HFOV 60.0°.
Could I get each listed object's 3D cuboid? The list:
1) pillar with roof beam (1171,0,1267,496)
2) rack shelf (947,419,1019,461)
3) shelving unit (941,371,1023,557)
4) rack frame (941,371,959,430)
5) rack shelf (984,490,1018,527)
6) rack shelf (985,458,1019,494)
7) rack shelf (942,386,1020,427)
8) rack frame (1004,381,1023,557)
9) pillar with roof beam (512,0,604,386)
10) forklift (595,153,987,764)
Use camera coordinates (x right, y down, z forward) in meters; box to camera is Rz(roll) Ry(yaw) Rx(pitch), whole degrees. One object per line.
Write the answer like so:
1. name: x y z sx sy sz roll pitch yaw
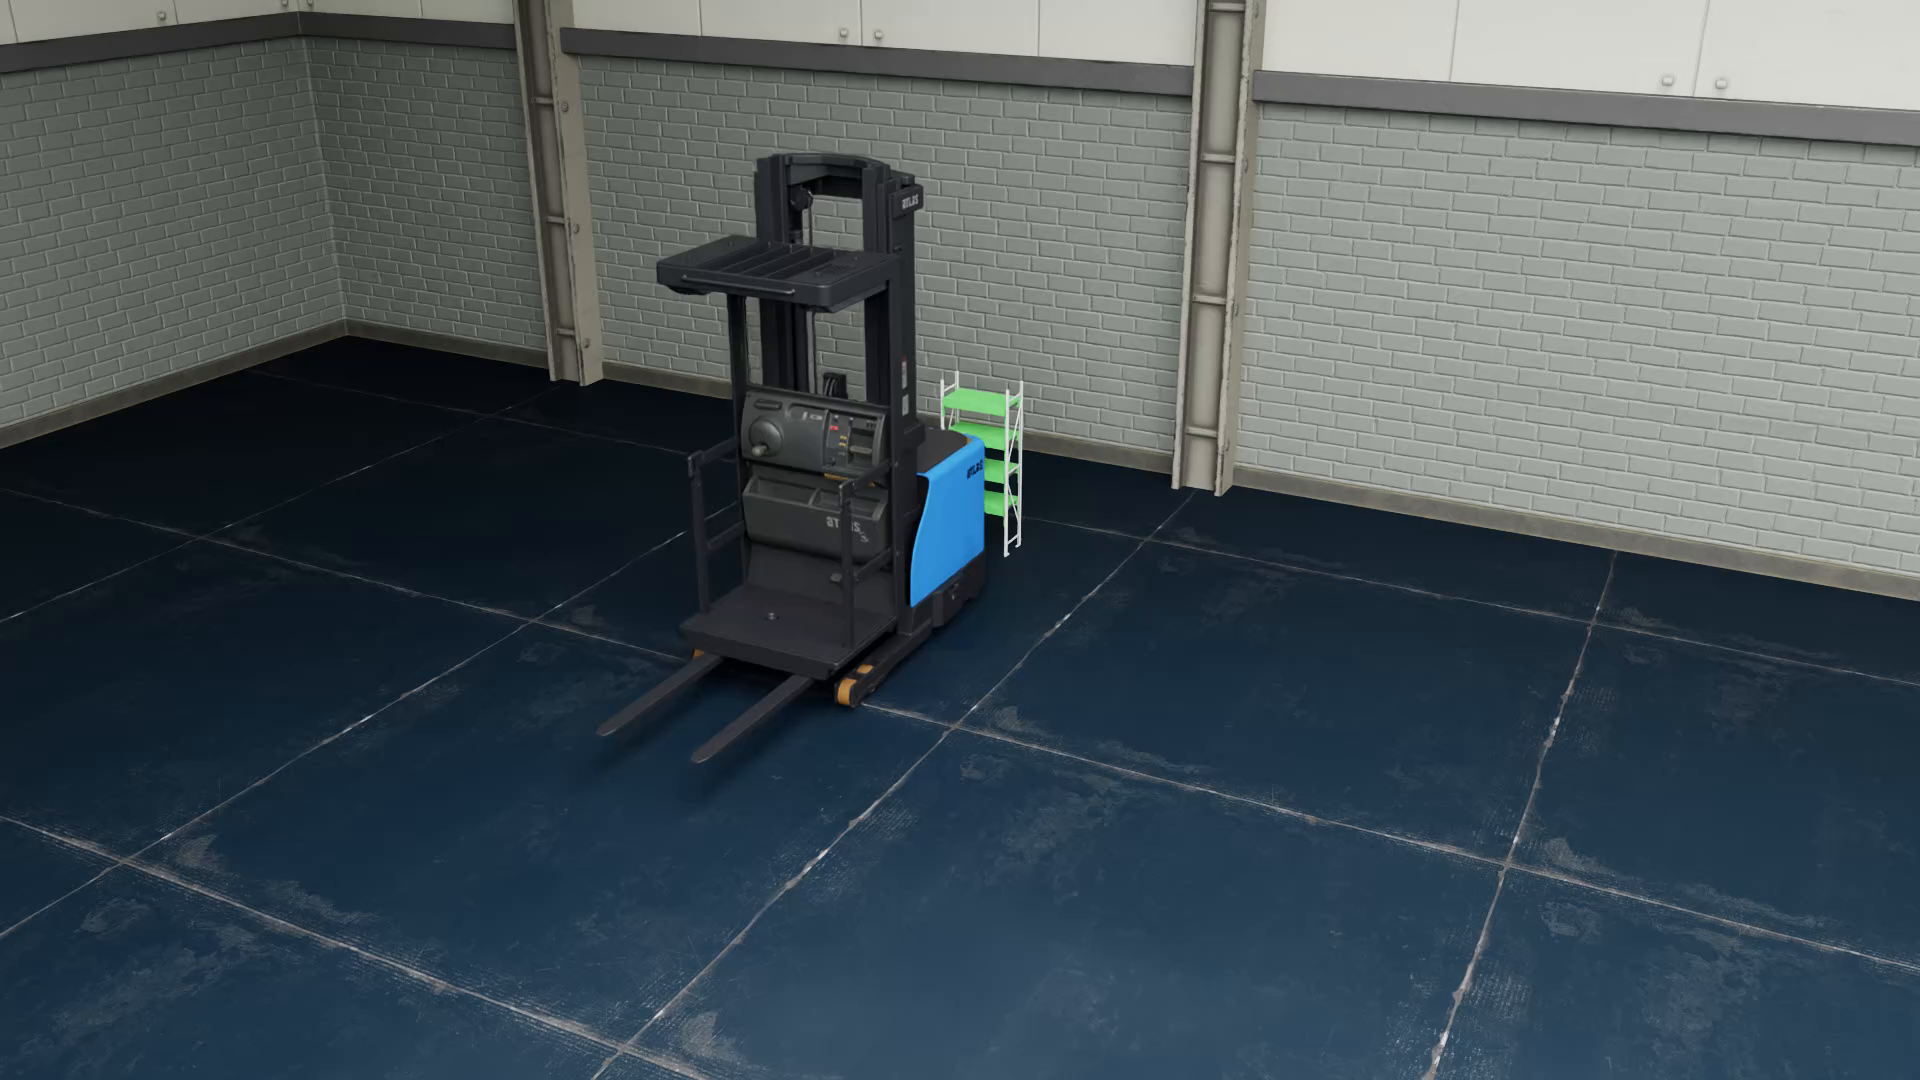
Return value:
1. pillar with roof beam: -0.087 -3.053 7.431 0.400 9.000 9.100 11 25 25
2. rack shelf: 0.148 -0.685 11.378 0.480 0.148 0.258 11 25 25
3. shelving unit: 0.148 -0.523 11.446 0.503 1.200 0.258 11 25 25
4. rack frame: -0.070 -0.566 11.548 0.015 1.200 0.240 11 25 25
5. rack shelf: 0.148 -0.243 11.565 0.480 0.148 0.258 11 25 25
6. rack shelf: 0.148 -0.464 11.471 0.480 0.148 0.258 11 25 25
7. rack shelf: 0.148 -0.906 11.284 0.480 0.148 0.258 11 25 25
8. rack frame: 0.365 -0.480 11.345 0.015 1.200 0.240 11 25 25
9. pillar with roof beam: -5.441 -4.113 9.923 0.400 9.000 9.100 11 25 25
10. forklift: -0.945 -0.591 9.393 1.130 2.935 3.031 11 26 25
